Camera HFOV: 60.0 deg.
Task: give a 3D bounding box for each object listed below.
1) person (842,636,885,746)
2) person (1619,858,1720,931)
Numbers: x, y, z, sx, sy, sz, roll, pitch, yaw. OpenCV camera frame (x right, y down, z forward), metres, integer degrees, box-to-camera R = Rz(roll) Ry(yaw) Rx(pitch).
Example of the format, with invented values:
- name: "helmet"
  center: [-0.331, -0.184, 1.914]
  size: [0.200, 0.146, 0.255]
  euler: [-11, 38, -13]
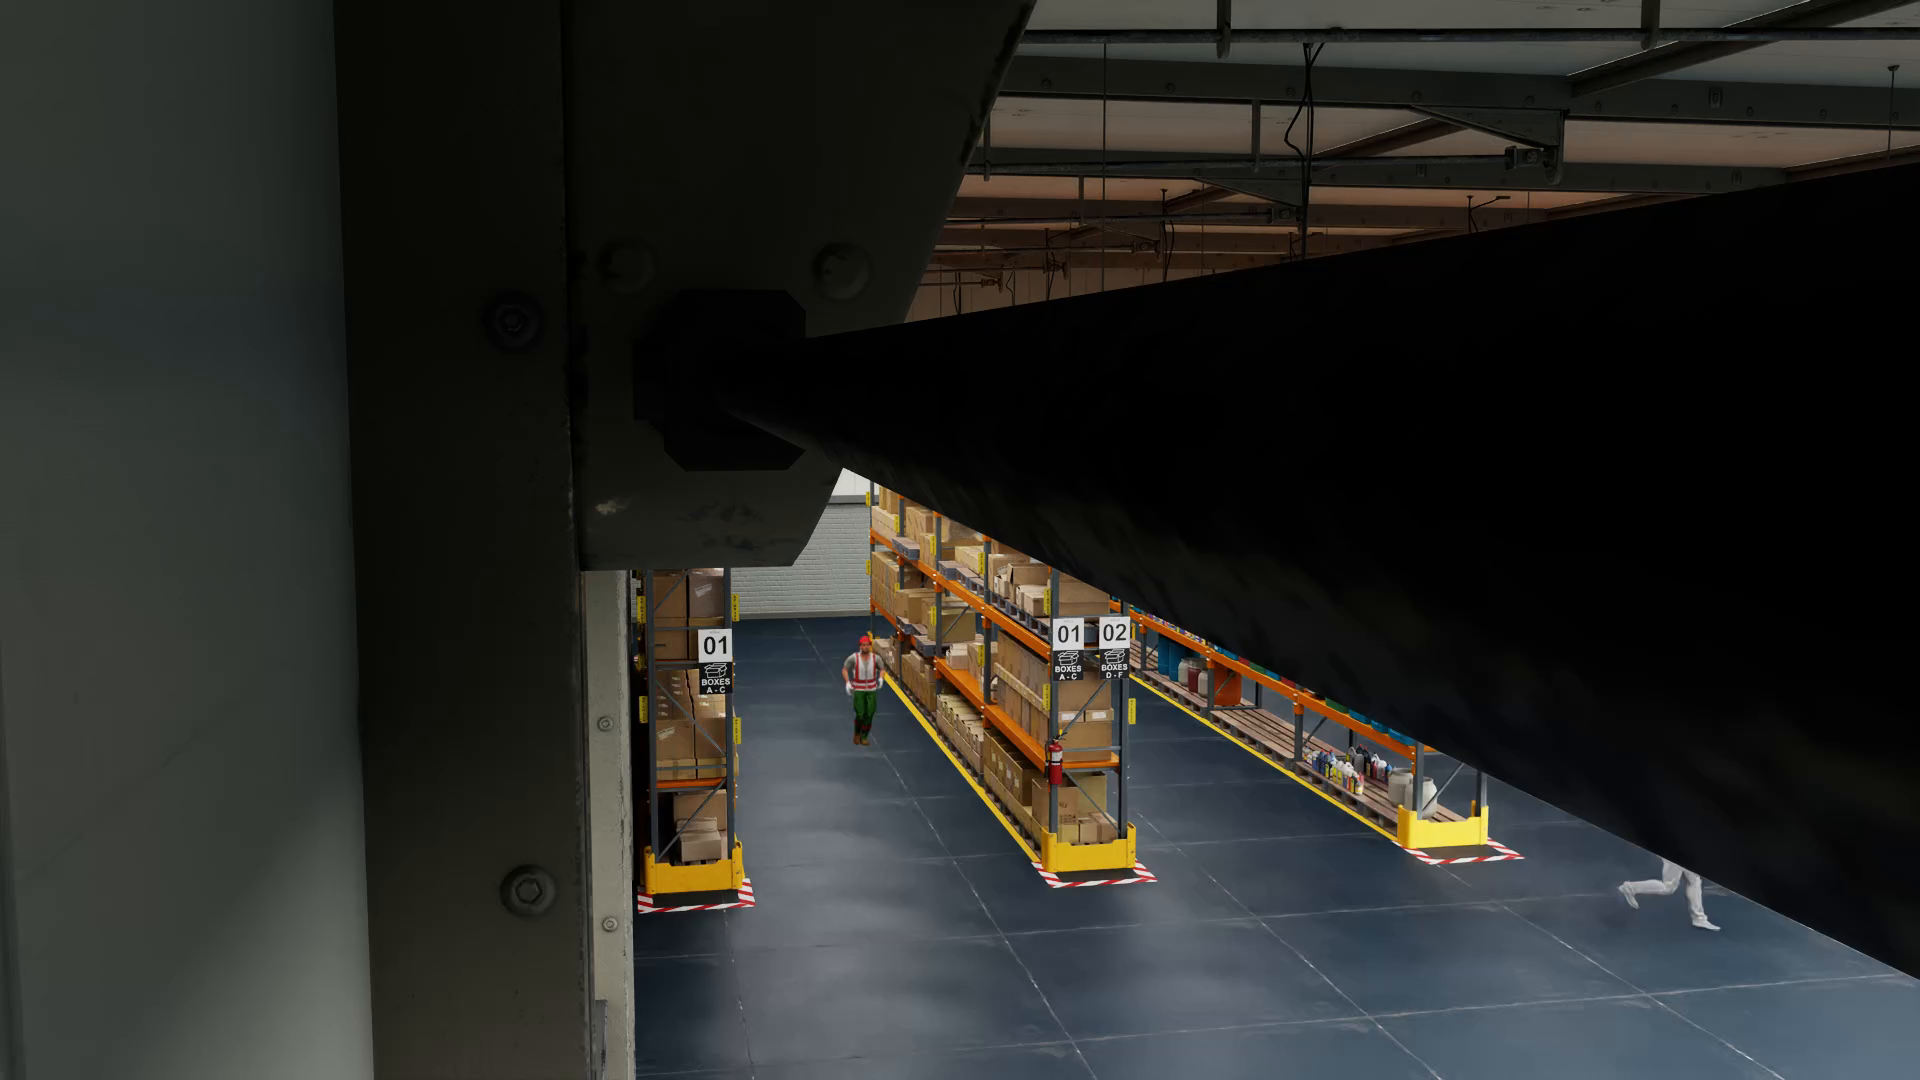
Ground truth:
- name: "person"
  center: [-1.494, 2.408, 26.447]
  size: [0.668, 1.768, 0.551]
  euler: [-2, 6, -16]
- name: "person"
  center: [8.029, 3.528, 18.750]
  size: [1.090, 1.756, 0.672]
  euler: [2, 6, 20]
